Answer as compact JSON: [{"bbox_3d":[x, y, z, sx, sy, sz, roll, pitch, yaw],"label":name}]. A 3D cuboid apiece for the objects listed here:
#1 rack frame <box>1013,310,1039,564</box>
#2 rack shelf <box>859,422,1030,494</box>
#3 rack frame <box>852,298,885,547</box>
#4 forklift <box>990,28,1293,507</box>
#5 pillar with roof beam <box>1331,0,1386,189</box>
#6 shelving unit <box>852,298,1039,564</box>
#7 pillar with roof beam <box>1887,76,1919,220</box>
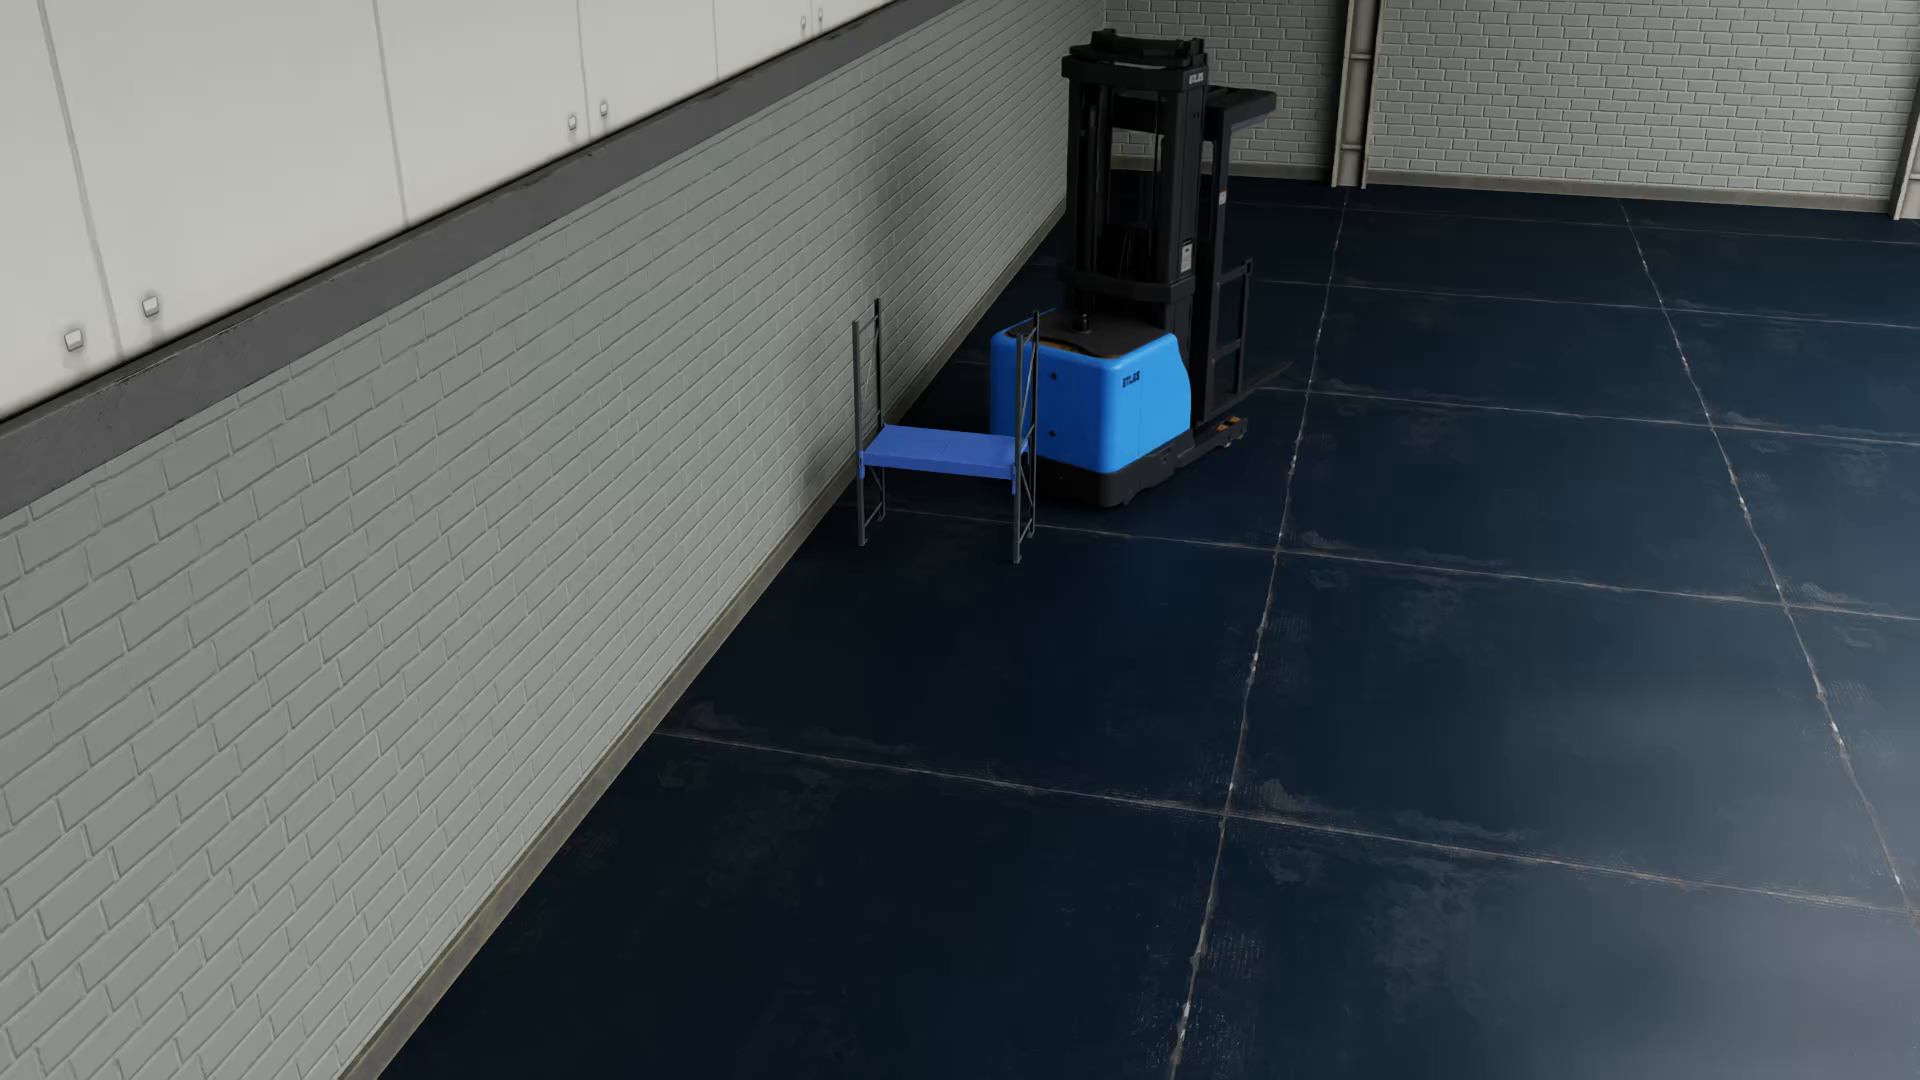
[{"bbox_3d":[0.410,-0.632,10.332,0.032,1.500,0.500,6,26,13],"label":"rack frame"},{"bbox_3d":[-0.083,-0.524,10.524,1.000,0.185,0.538,6,26,13],"label":"rack shelf"},{"bbox_3d":[-0.575,-0.741,10.561,0.032,1.500,0.500,6,26,13],"label":"rack frame"},{"bbox_3d":[1.476,-2.113,11.778,1.130,2.935,3.031,18,31,33],"label":"forklift"},{"bbox_3d":[3.487,-6.441,13.809,0.400,9.000,9.100,6,26,13],"label":"pillar with roof beam"},{"bbox_3d":[-0.083,-0.686,10.447,1.048,1.500,0.538,6,26,13],"label":"shelving unit"},{"bbox_3d":[9.298,-5.798,12.460,0.400,9.000,9.100,6,26,13],"label":"pillar with roof beam"}]
